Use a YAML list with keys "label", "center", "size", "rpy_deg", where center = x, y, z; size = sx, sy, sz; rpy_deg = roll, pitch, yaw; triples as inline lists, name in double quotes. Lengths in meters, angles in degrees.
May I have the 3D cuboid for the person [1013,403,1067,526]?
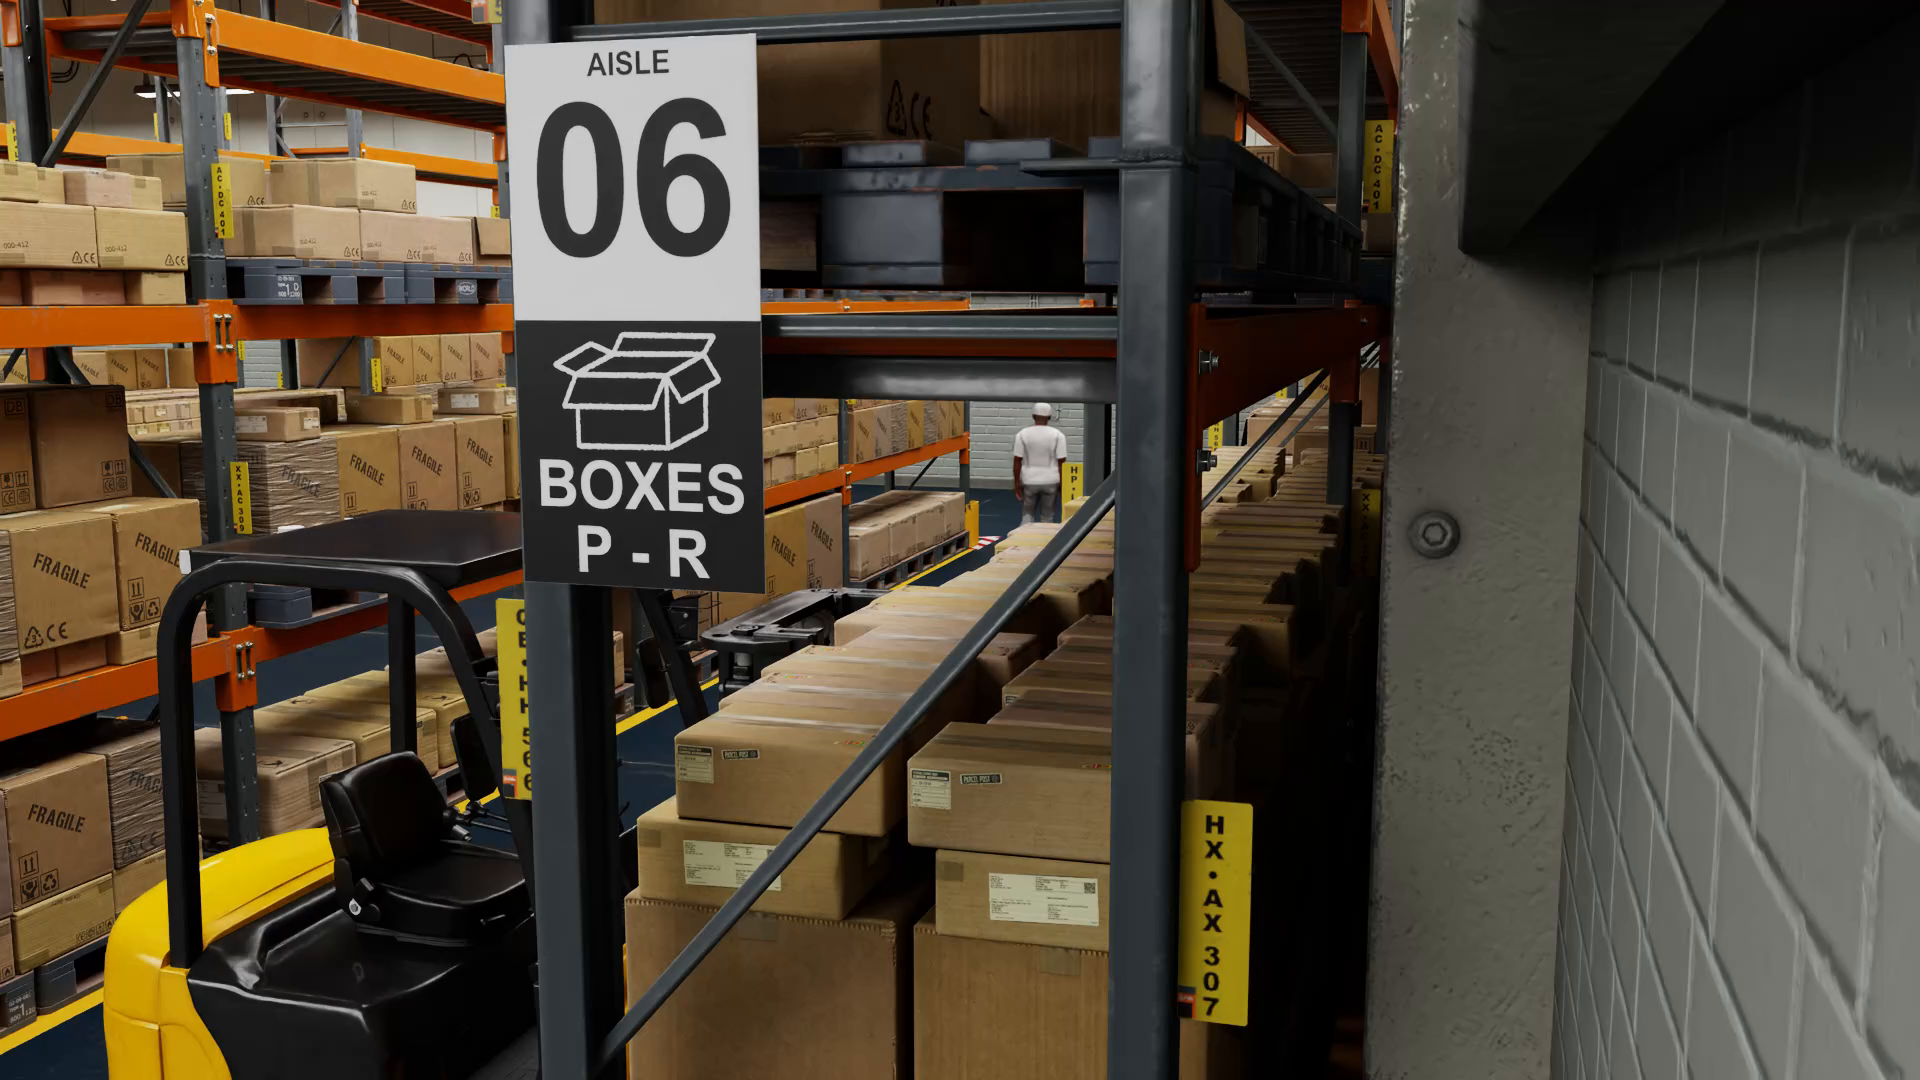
- label: "person"
  center: [0.845, -0.595, 17.494]
  size: [0.564, 1.756, 0.493]
  rpy_deg: [1, 8, 10]
